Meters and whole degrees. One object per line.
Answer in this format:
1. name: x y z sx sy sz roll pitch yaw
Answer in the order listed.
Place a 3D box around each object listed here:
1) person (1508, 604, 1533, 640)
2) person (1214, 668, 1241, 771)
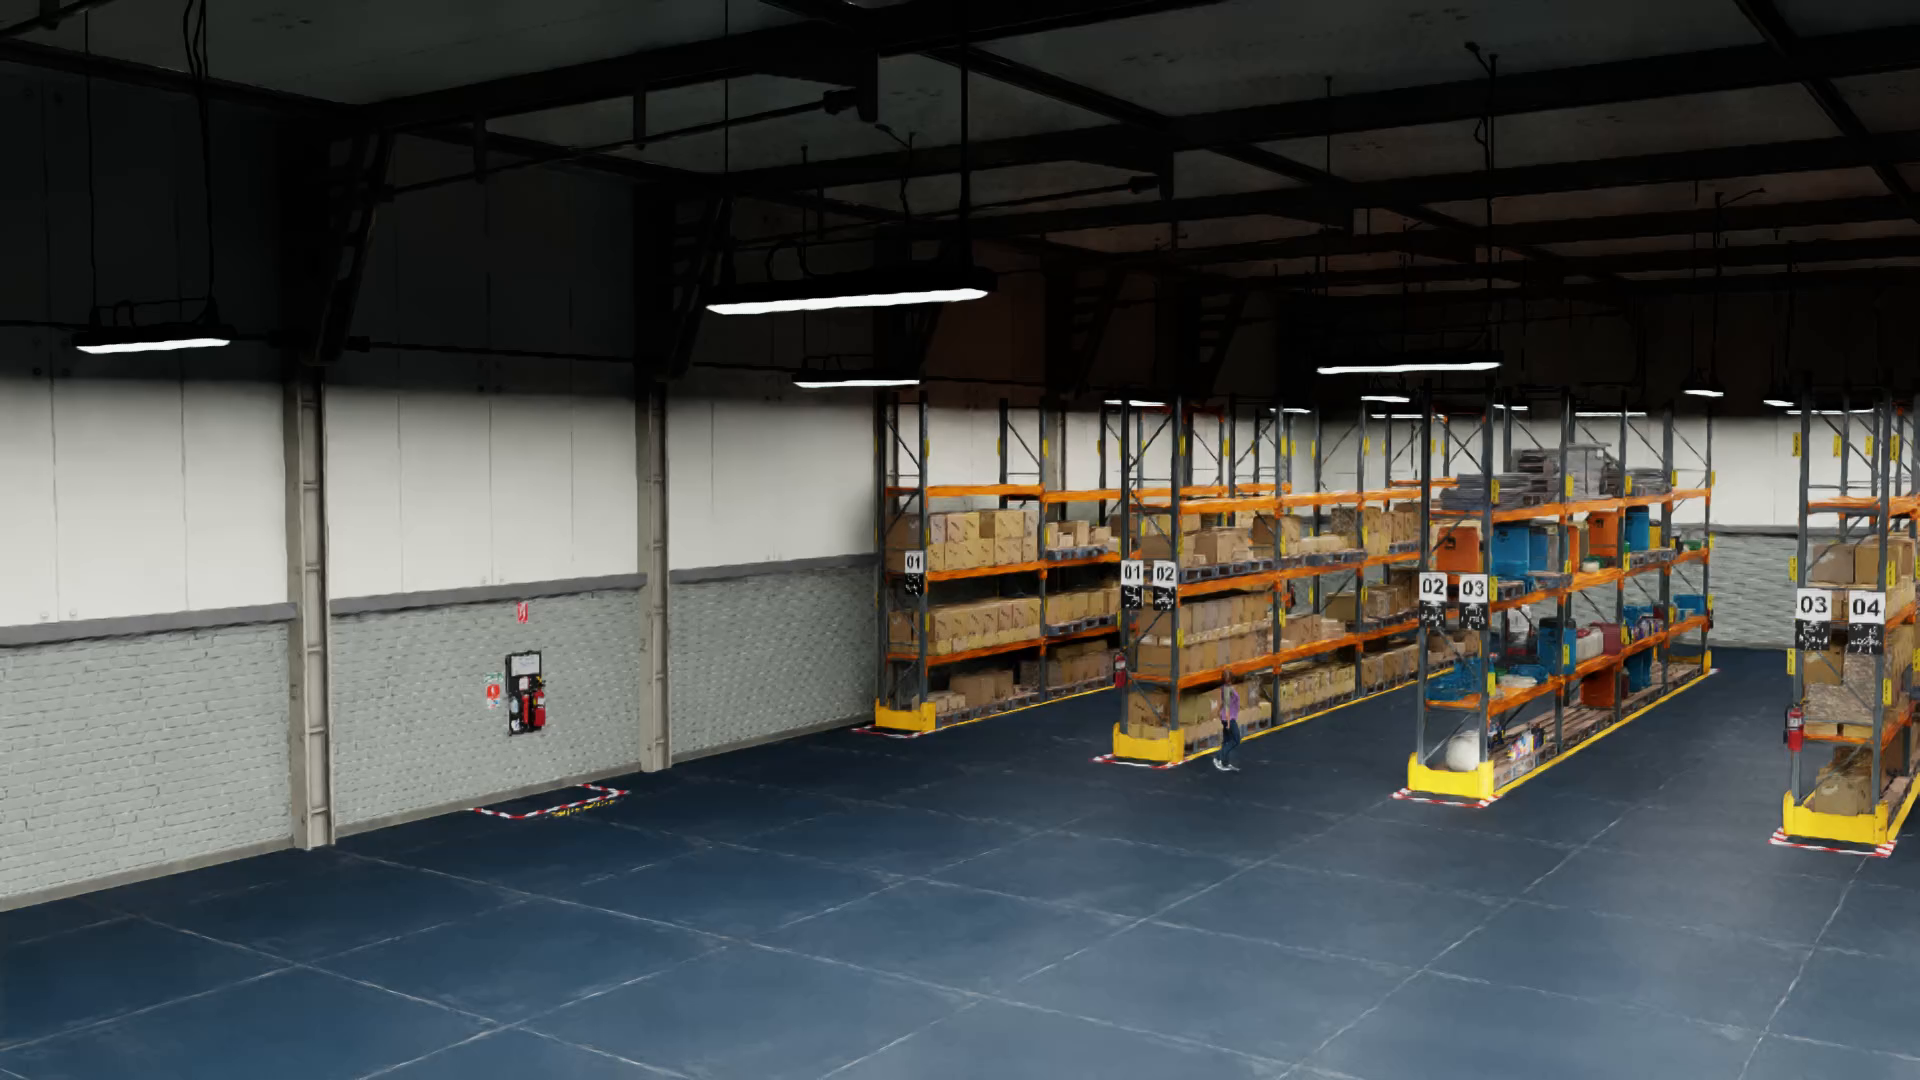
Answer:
1. person: 12.684 2.049 37.840 0.577 1.687 1.121 2 4 36
2. person: 4.119 2.780 25.655 0.407 1.594 0.455 0 3 6
